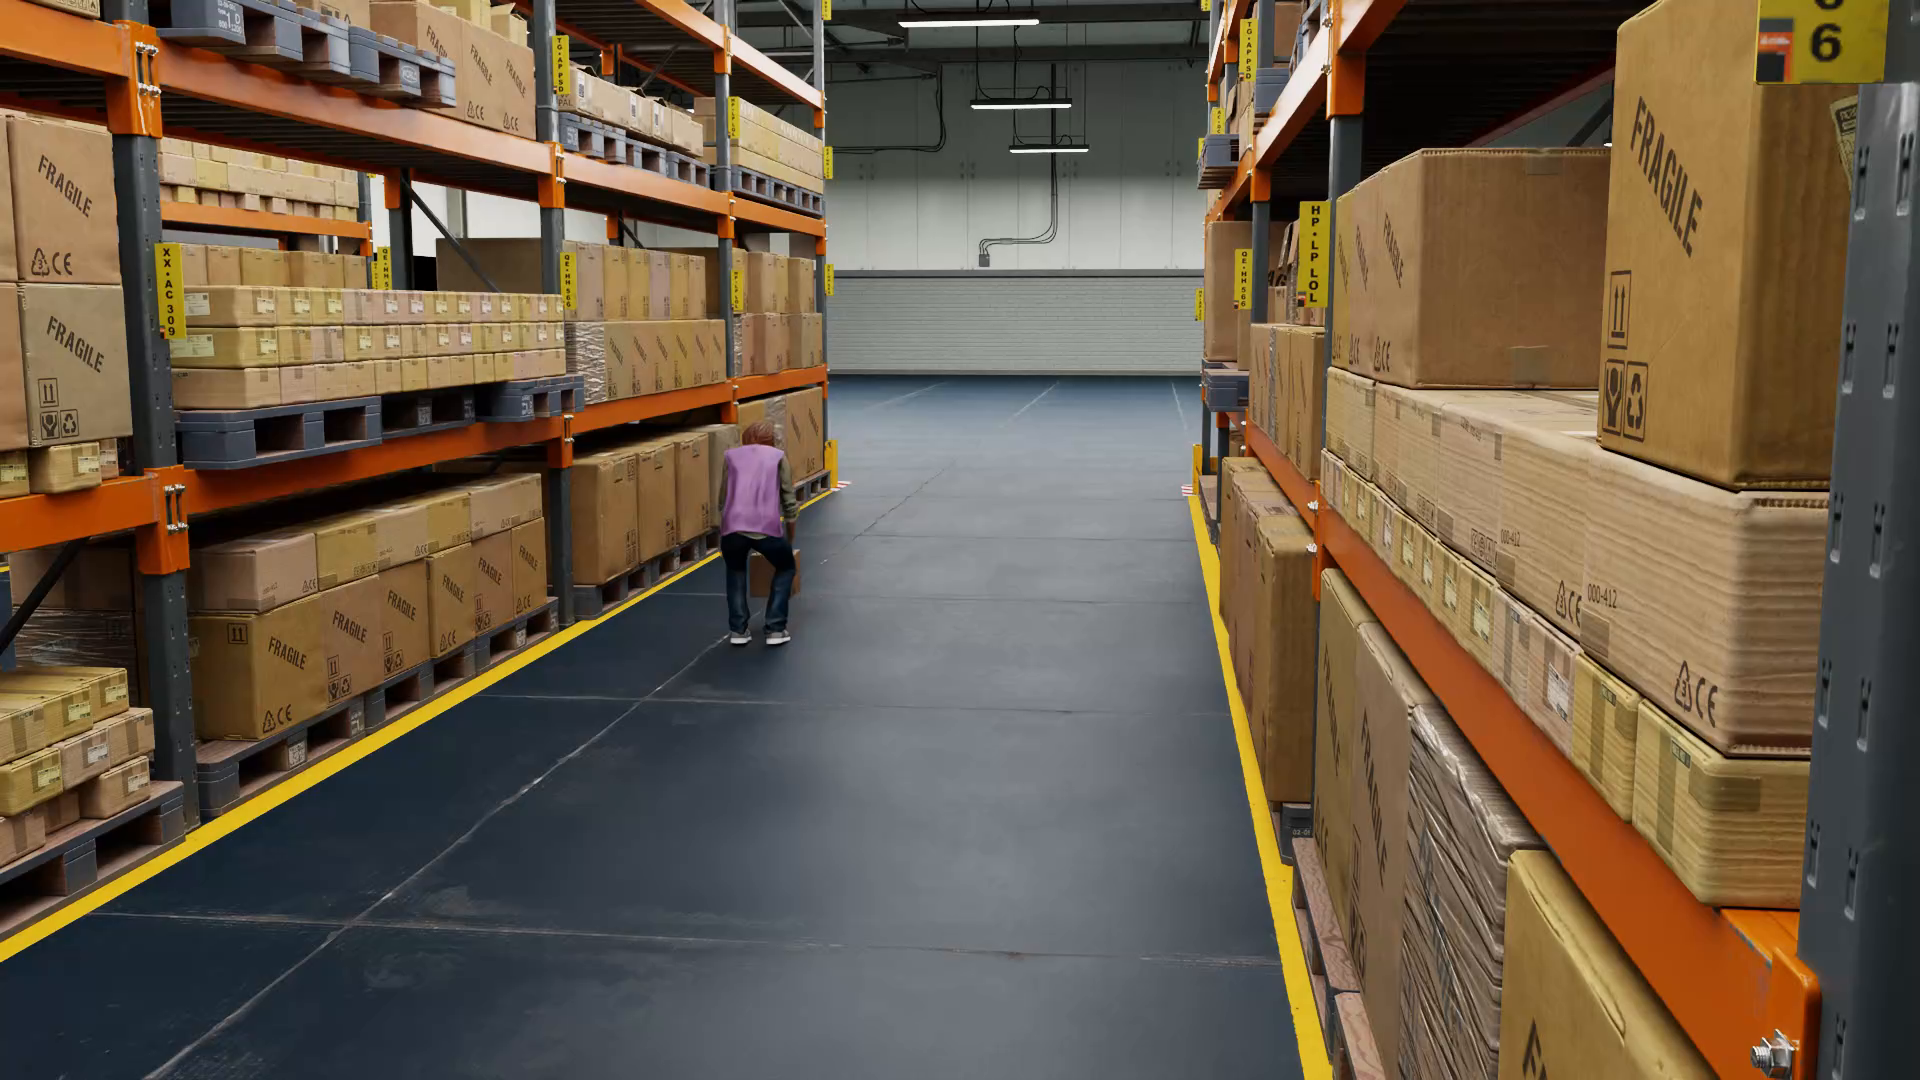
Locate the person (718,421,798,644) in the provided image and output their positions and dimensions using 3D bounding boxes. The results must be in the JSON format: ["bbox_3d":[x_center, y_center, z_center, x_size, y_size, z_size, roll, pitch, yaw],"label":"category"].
[{"bbox_3d":[-1.173,-0.029,9.425,0.463,1.230,0.685,1,8,6],"label":"person"}]
